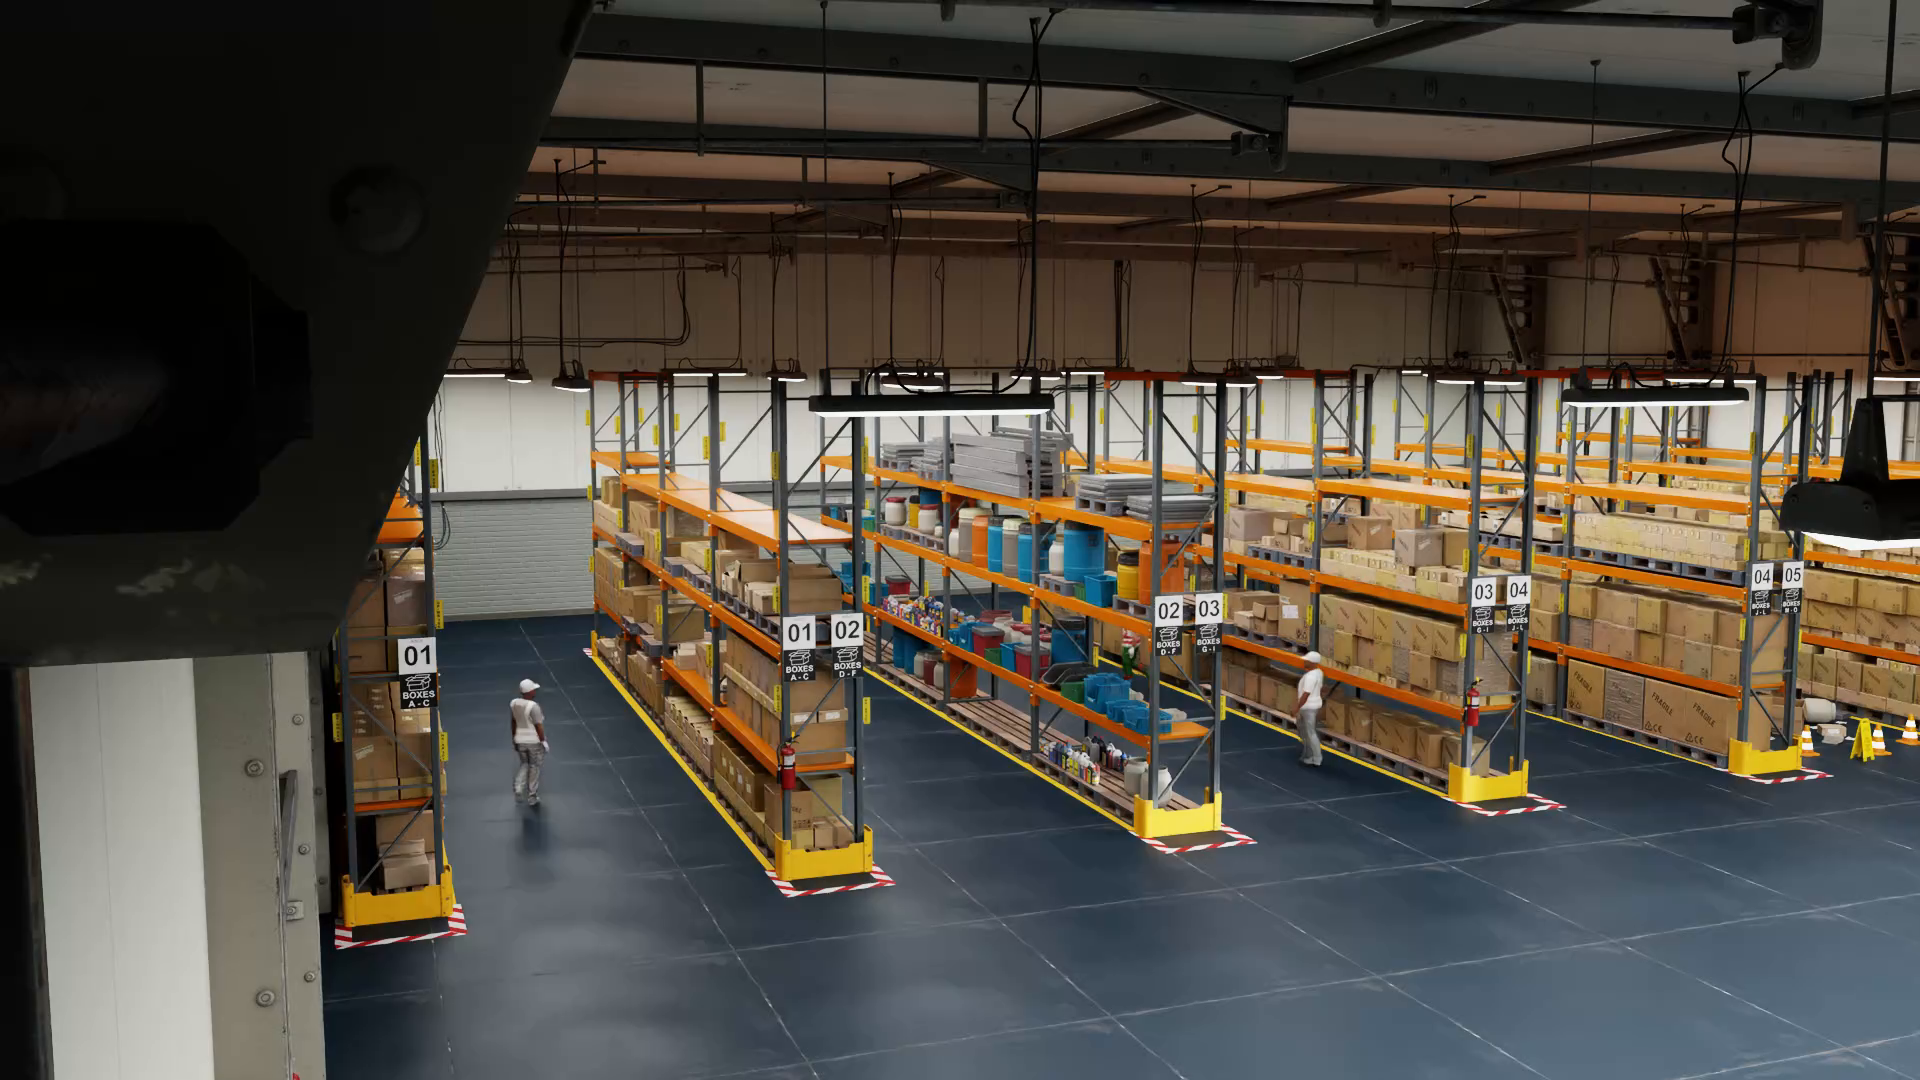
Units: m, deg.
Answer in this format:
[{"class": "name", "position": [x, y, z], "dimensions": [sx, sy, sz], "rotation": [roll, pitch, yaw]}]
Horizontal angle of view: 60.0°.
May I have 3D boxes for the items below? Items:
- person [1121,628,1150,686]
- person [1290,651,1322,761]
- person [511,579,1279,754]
[{"class": "person", "position": [3.196, 1.858, 31.050], "dimensions": [0.593, 1.530, 0.540], "rotation": [1, 7, 12]}, {"class": "person", "position": [5.380, 2.544, 25.651], "dimensions": [0.500, 1.688, 0.594], "rotation": [4, 7, 31]}, {"class": "person", "position": [4.402, 1.509, 35.255], "dimensions": [14.060, 1.808, 29.230], "rotation": [2, 7, 16]}]
